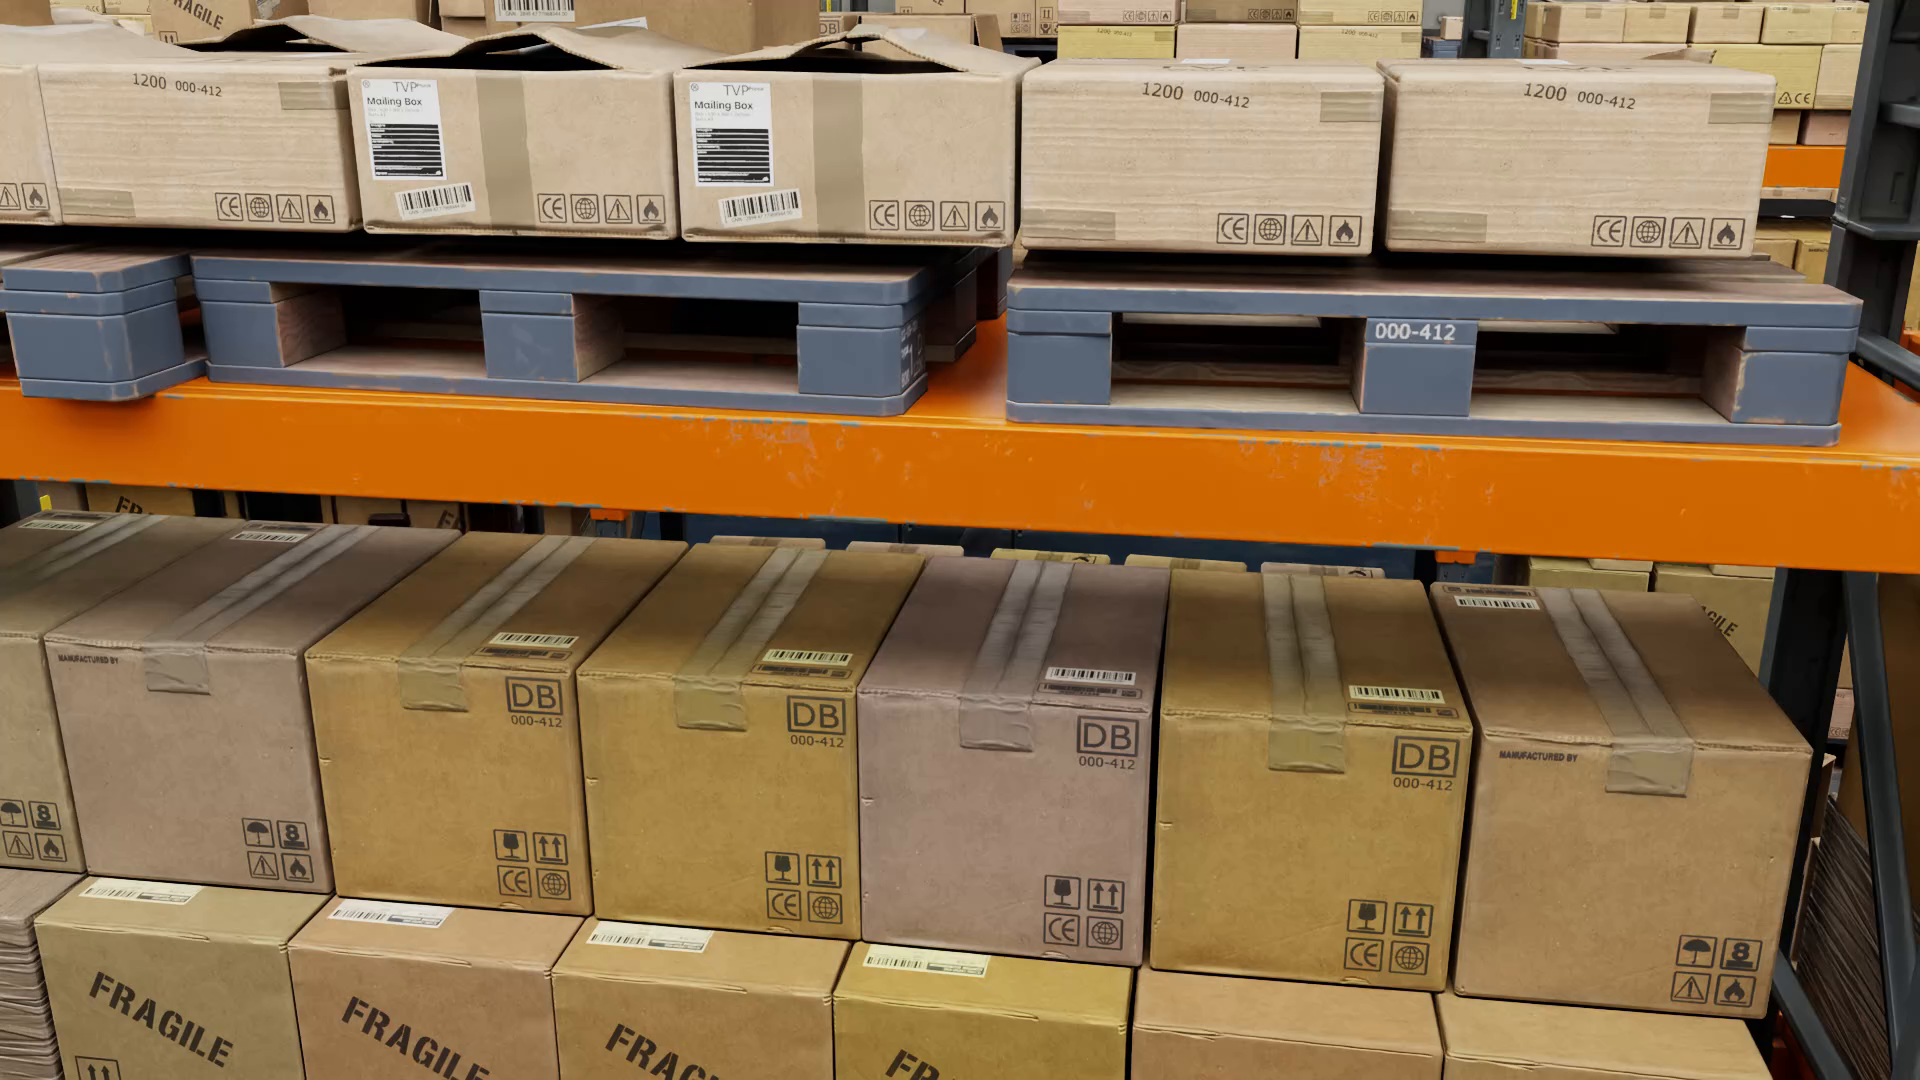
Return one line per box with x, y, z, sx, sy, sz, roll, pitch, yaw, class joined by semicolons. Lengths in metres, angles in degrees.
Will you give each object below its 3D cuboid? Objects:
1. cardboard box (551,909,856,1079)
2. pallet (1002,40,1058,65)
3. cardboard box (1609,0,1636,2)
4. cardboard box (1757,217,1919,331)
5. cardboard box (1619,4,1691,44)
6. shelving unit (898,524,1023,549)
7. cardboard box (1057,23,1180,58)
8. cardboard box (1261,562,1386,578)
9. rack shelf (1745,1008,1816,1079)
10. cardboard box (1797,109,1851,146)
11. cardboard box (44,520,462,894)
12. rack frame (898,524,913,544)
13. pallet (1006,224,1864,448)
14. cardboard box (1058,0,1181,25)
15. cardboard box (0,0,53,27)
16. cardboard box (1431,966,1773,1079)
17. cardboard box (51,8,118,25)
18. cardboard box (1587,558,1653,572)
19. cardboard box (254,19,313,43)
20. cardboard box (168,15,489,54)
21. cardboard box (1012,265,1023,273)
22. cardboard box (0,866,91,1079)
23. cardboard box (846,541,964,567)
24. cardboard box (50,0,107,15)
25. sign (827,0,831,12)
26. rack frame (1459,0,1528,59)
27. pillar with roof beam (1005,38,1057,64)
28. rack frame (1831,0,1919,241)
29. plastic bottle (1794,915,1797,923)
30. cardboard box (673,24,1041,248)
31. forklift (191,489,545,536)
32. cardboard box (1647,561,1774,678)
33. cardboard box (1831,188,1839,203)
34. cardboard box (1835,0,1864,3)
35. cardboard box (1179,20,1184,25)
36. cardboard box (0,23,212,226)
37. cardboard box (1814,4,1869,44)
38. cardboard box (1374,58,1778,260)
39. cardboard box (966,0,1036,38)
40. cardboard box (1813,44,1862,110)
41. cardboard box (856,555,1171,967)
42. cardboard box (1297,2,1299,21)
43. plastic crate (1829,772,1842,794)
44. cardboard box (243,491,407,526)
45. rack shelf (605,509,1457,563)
-0.431;0.918;3.174;0.500;0.500;0.500;3;19;8;cardboard box
0.934;-3.600;12.406;1.213;0.211;1.003;4;19;11;pallet
4.512;-3.563;11.389;0.258;0.266;0.396;2;19;7;cardboard box
3.704;-1.078;7.097;0.500;0.500;0.700;3;19;7;cardboard box
2.832;-2.132;6.858;0.250;0.149;0.380;3;19;10;cardboard box
0.007;-0.711;10.564;0.755;1.500;0.431;3;19;9;shelving unit
0.710;-2.160;7.378;0.500;0.250;0.500;3;19;9;cardboard box
1.793;0.449;8.213;0.625;0.372;0.950;3;19;9;cardboard box
3.601;1.426;2.949;4.000;0.370;1.077;3;19;9;rack shelf
3.595;-1.732;6.922;0.250;0.149;0.380;2;19;7;cardboard box
-1.382;0.312;3.411;0.500;0.500;0.700;3;19;8;cardboard box
-0.355;-0.729;10.619;0.023;1.500;0.400;3;19;9;rack frame
0.713;-0.379;2.782;1.217;0.209;0.805;2;19;6;pallet
0.708;-2.393;7.288;0.500;0.250;0.500;3;19;10;cardboard box
-4.763;-2.509;8.027;0.500;0.500;0.500;3;19;8;cardboard box
1.068;0.994;2.948;0.500;0.500;0.500;3;19;8;cardboard box
-4.684;-2.576;8.525;0.500;0.311;0.500;3;19;9;cardboard box
2.965;0.009;7.517;0.250;0.149;0.380;3;19;9;cardboard box
-3.053;-2.291;7.746;0.258;0.266;0.396;2;19;7;cardboard box
-1.244;-0.886;3.317;0.500;0.311;0.500;3;19;9;cardboard box
0.303;-0.990;7.745;0.500;0.500;0.500;2;19;7;cardboard box
-1.923;0.842;3.401;0.500;0.500;0.500;3;19;9;cardboard box
-0.352;0.340;8.540;0.625;0.372;0.950;3;19;8;cardboard box
-6.853;-4.285;13.134;0.500;0.250;0.500;3;19;10;cardboard box
-0.943;-3.826;11.970;0.005;0.325;0.100;3;19;9;sign
2.311;-3.417;6.834;0.127;3.000;1.000;3;19;9;rack frame
-0.107;-4.042;8.701;0.400;9.000;9.100;3;19;9;pillar with roof beam
1.626;-1.861;2.184;0.127;3.000;1.000;3;19;9;rack frame
3.288;1.474;6.302;0.283;0.061;0.133;6;20;18;plastic bottle
-0.140;-0.662;2.649;0.500;0.311;0.500;2;19;7;cardboard box
-1.905;0.285;5.333;1.130;2.935;3.031;-2;19;-6;forklift
3.381;0.315;7.625;0.500;0.500;0.500;4;19;11;cardboard box
6.146;-2.382;11.545;0.250;0.149;0.380;3;19;10;cardboard box
5.928;-3.491;11.174;0.258;0.266;0.396;3;19;9;cardboard box
0.796;-2.321;7.861;0.500;0.250;0.500;3;19;8;cardboard box
-1.644;-0.739;2.878;0.500;0.311;0.500;3;19;9;cardboard box
3.599;-2.097;6.756;0.250;0.149;0.380;2;19;7;cardboard box
0.903;-0.600;2.558;0.500;0.250;0.500;3;19;9;cardboard box
0.336;-3.938;12.142;0.500;0.500;0.700;3;19;8;cardboard box
3.706;-1.904;6.808;0.500;0.250;0.500;3;19;9;cardboard box
0.128;0.388;3.182;0.500;0.500;0.700;3;19;9;cardboard box
2.342;-3.714;11.770;0.500;0.311;0.500;2;19;7;cardboard box
3.731;1.148;7.245;0.583;0.080;0.402;-3;19;-10;plastic crate
-3.187;-0.072;8.978;0.875;0.875;0.875;3;19;9;cardboard box
0.337;-0.332;8.201;4.000;0.370;1.077;3;19;9;rack shelf
